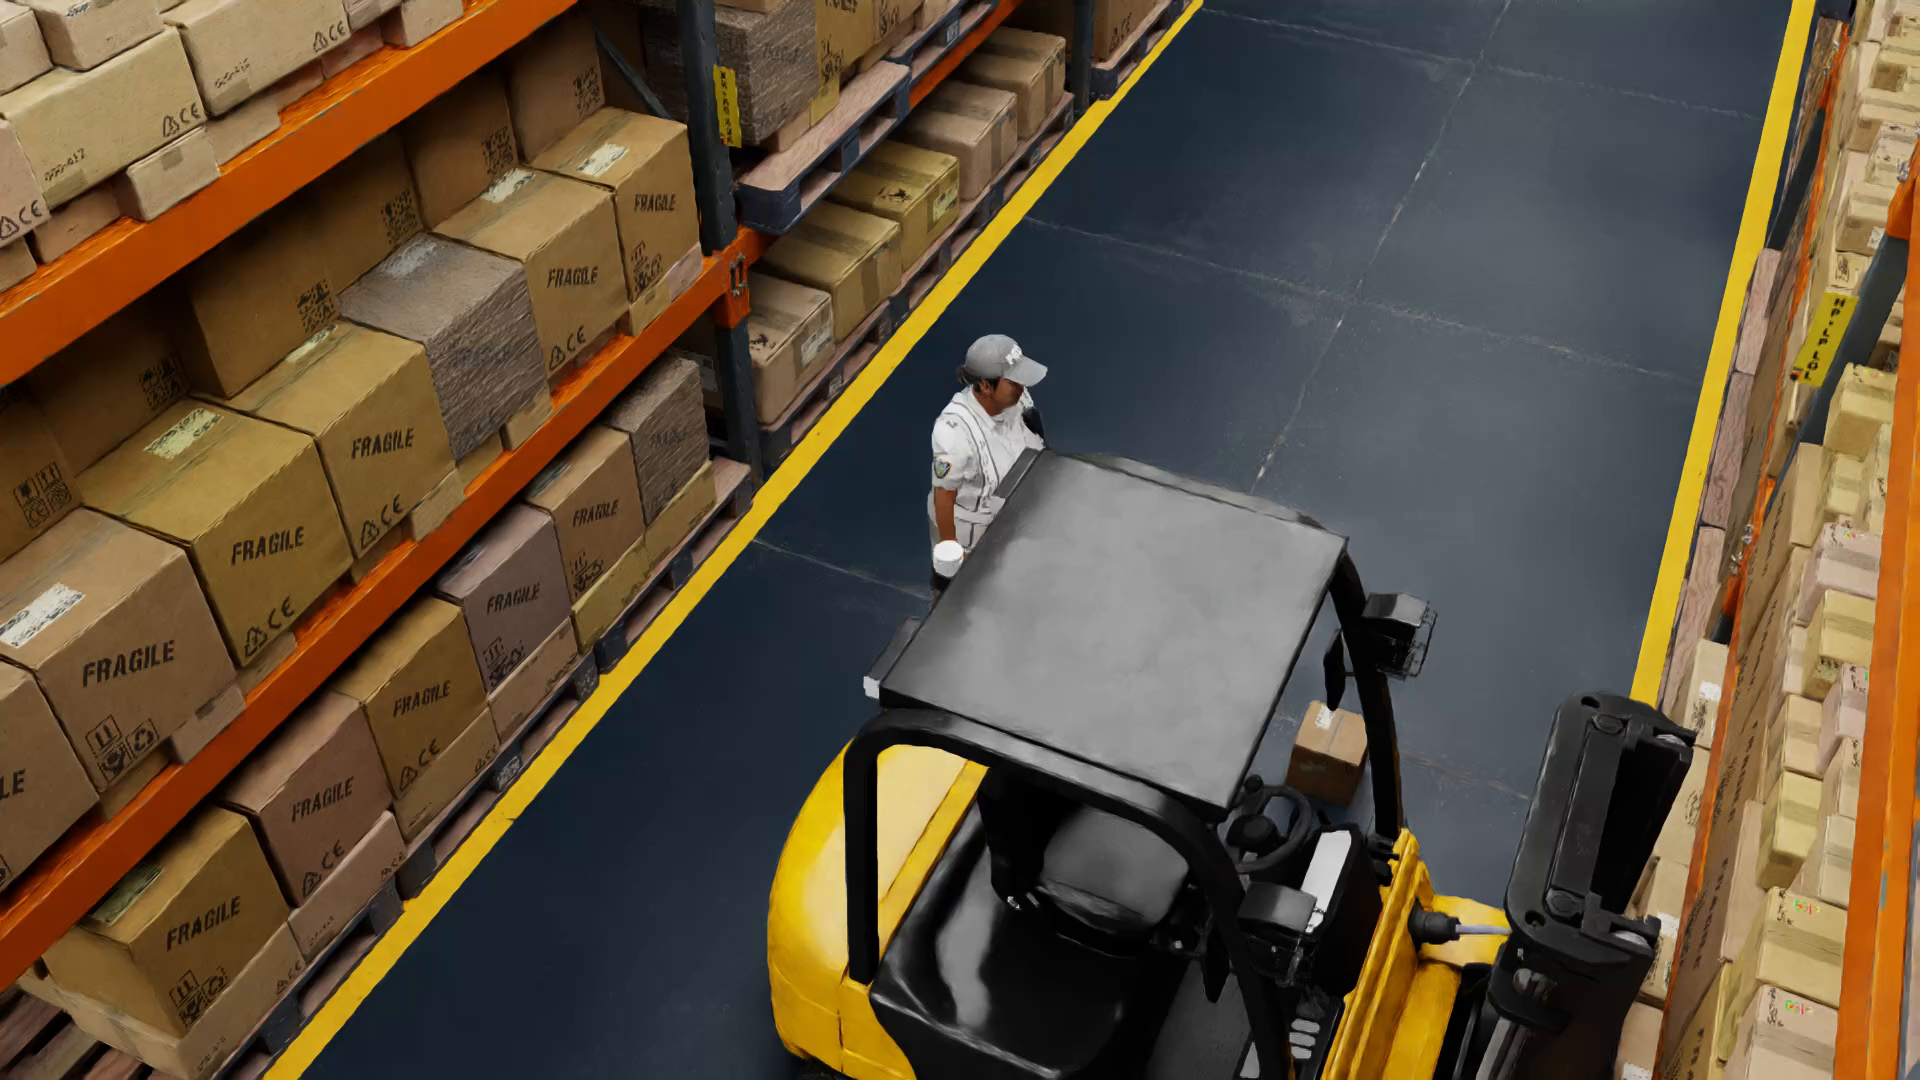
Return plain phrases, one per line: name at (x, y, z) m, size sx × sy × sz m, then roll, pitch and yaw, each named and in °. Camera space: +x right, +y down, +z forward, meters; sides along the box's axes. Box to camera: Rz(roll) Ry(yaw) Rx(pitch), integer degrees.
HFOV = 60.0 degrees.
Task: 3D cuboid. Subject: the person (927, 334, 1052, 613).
person at (0.097, -0.059, 6.203) m, size 0.526 × 1.675 × 0.410 m, roll -31°, pitch 51°, yaw -29°
